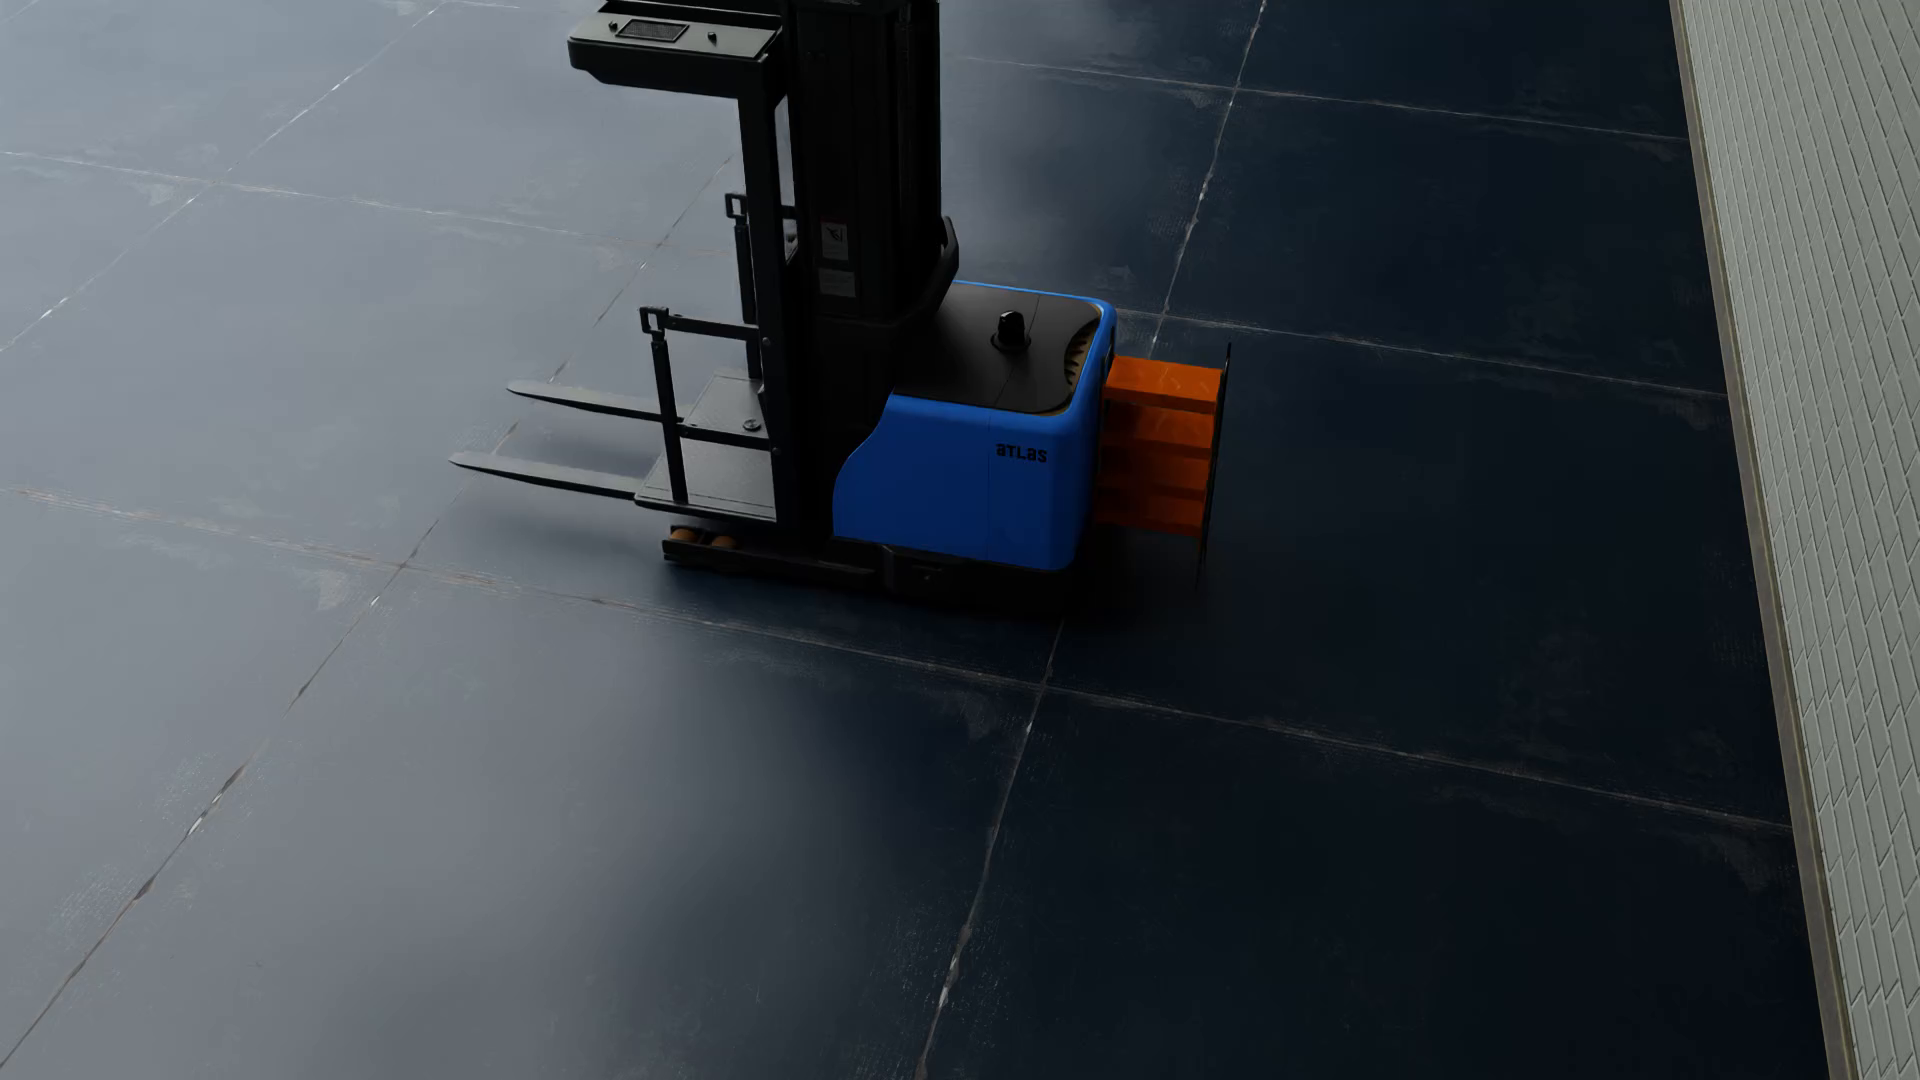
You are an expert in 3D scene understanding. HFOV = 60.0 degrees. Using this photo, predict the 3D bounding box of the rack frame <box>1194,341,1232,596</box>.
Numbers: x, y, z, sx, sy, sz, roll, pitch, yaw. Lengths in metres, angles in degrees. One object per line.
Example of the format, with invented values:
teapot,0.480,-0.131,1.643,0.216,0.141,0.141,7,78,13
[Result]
rack frame,1.085,-0.284,7.156,0.015,1.200,0.240,9,41,11

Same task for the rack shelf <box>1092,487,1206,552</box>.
rack shelf,0.849,-0.120,7.373,0.480,0.148,0.258,9,41,11

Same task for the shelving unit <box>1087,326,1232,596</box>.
shelving unit,0.849,-0.323,7.202,0.503,1.200,0.258,9,41,11

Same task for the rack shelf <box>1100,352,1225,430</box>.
rack shelf,0.849,-0.624,6.949,0.480,0.148,0.258,9,41,11

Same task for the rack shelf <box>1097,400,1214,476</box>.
rack shelf,0.849,-0.443,7.101,0.480,0.148,0.258,9,41,11

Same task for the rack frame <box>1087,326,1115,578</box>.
rack frame,0.612,-0.362,7.248,0.015,1.200,0.240,9,41,11

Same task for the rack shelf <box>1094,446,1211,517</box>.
rack shelf,0.849,-0.272,7.245,0.480,0.148,0.258,9,41,11

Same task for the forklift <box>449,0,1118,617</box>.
forklift,-0.866,-1.294,7.012,3.031,2.935,1.130,9,41,11
